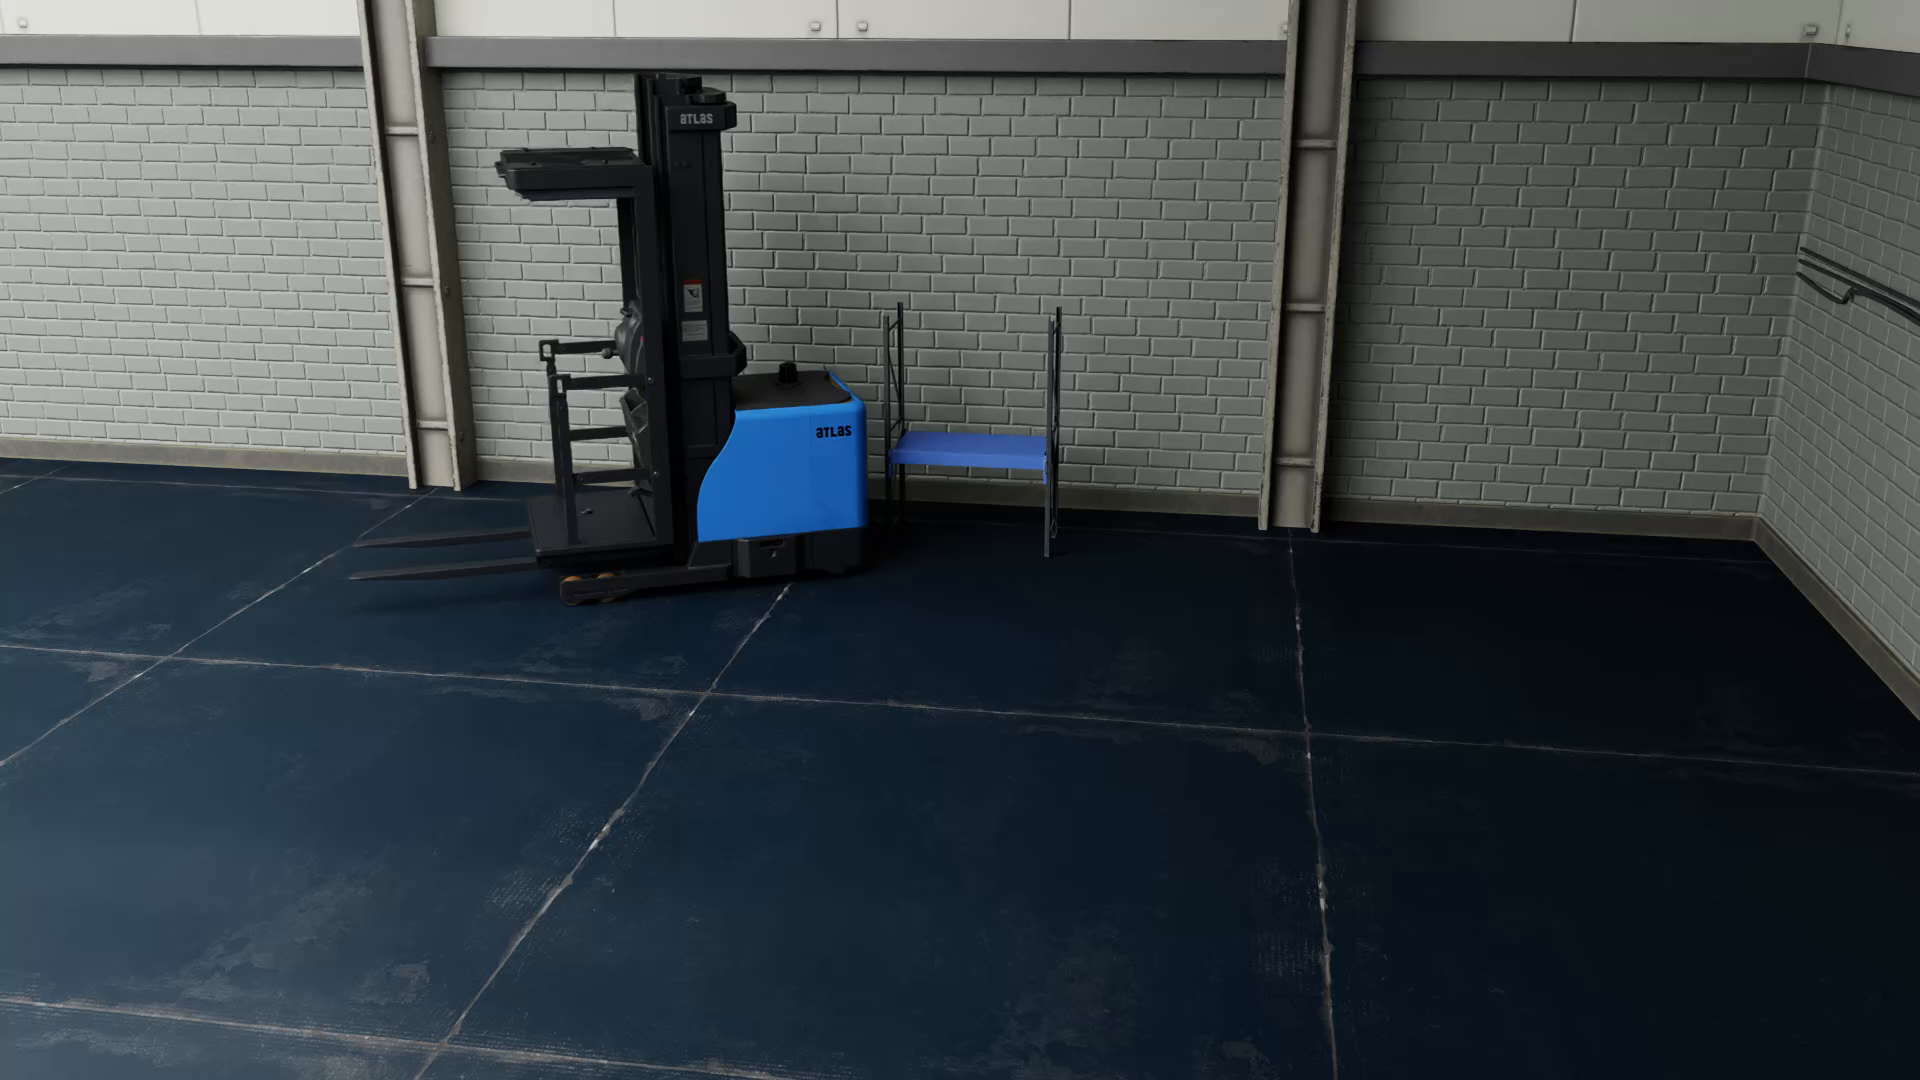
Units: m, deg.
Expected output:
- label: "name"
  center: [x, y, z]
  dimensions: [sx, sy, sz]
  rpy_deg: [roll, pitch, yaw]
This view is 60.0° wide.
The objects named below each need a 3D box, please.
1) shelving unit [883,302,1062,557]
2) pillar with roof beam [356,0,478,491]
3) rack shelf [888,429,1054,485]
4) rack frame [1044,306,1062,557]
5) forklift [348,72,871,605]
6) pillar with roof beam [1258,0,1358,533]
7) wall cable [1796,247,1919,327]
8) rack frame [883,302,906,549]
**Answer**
- label: "shelving unit"
  center: [0.084, -0.707, 10.552]
  dimensions: [1.048, 1.500, 0.538]
  rpy_deg: [3, 19, 9]
- label: "pillar with roof beam"
  center: [-4.409, -3.328, 6.568]
  dimensions: [0.400, 9.000, 9.100]
  rpy_deg: [3, 19, 9]
- label: "rack shelf"
  center: [0.084, -0.536, 10.609]
  dimensions: [1.000, 0.185, 0.538]
  rpy_deg: [3, 19, 9]
- label: "rack frame"
  center: [0.586, -0.681, 10.476]
  dimensions: [0.032, 1.500, 0.500]
  rpy_deg: [3, 19, 9]
- label: "forklift"
  center: [-2.119, -1.197, 9.762]
  dimensions: [3.031, 2.935, 1.130]
  rpy_deg: [-5, 19, -16]
- label: "pillar with roof beam"
  center: [1.515, -3.026, 5.666]
  dimensions: [0.400, 9.000, 9.100]
  rpy_deg: [3, 19, 9]
- label: "wall cable"
  center: [4.897, -2.340, 8.508]
  dimensions: [0.112, 2.526, 3.097]
  rpy_deg: [3, 19, 9]
- label: "rack frame"
  center: [-0.418, -0.733, 10.629]
  dimensions: [0.032, 1.500, 0.500]
  rpy_deg: [3, 19, 9]
